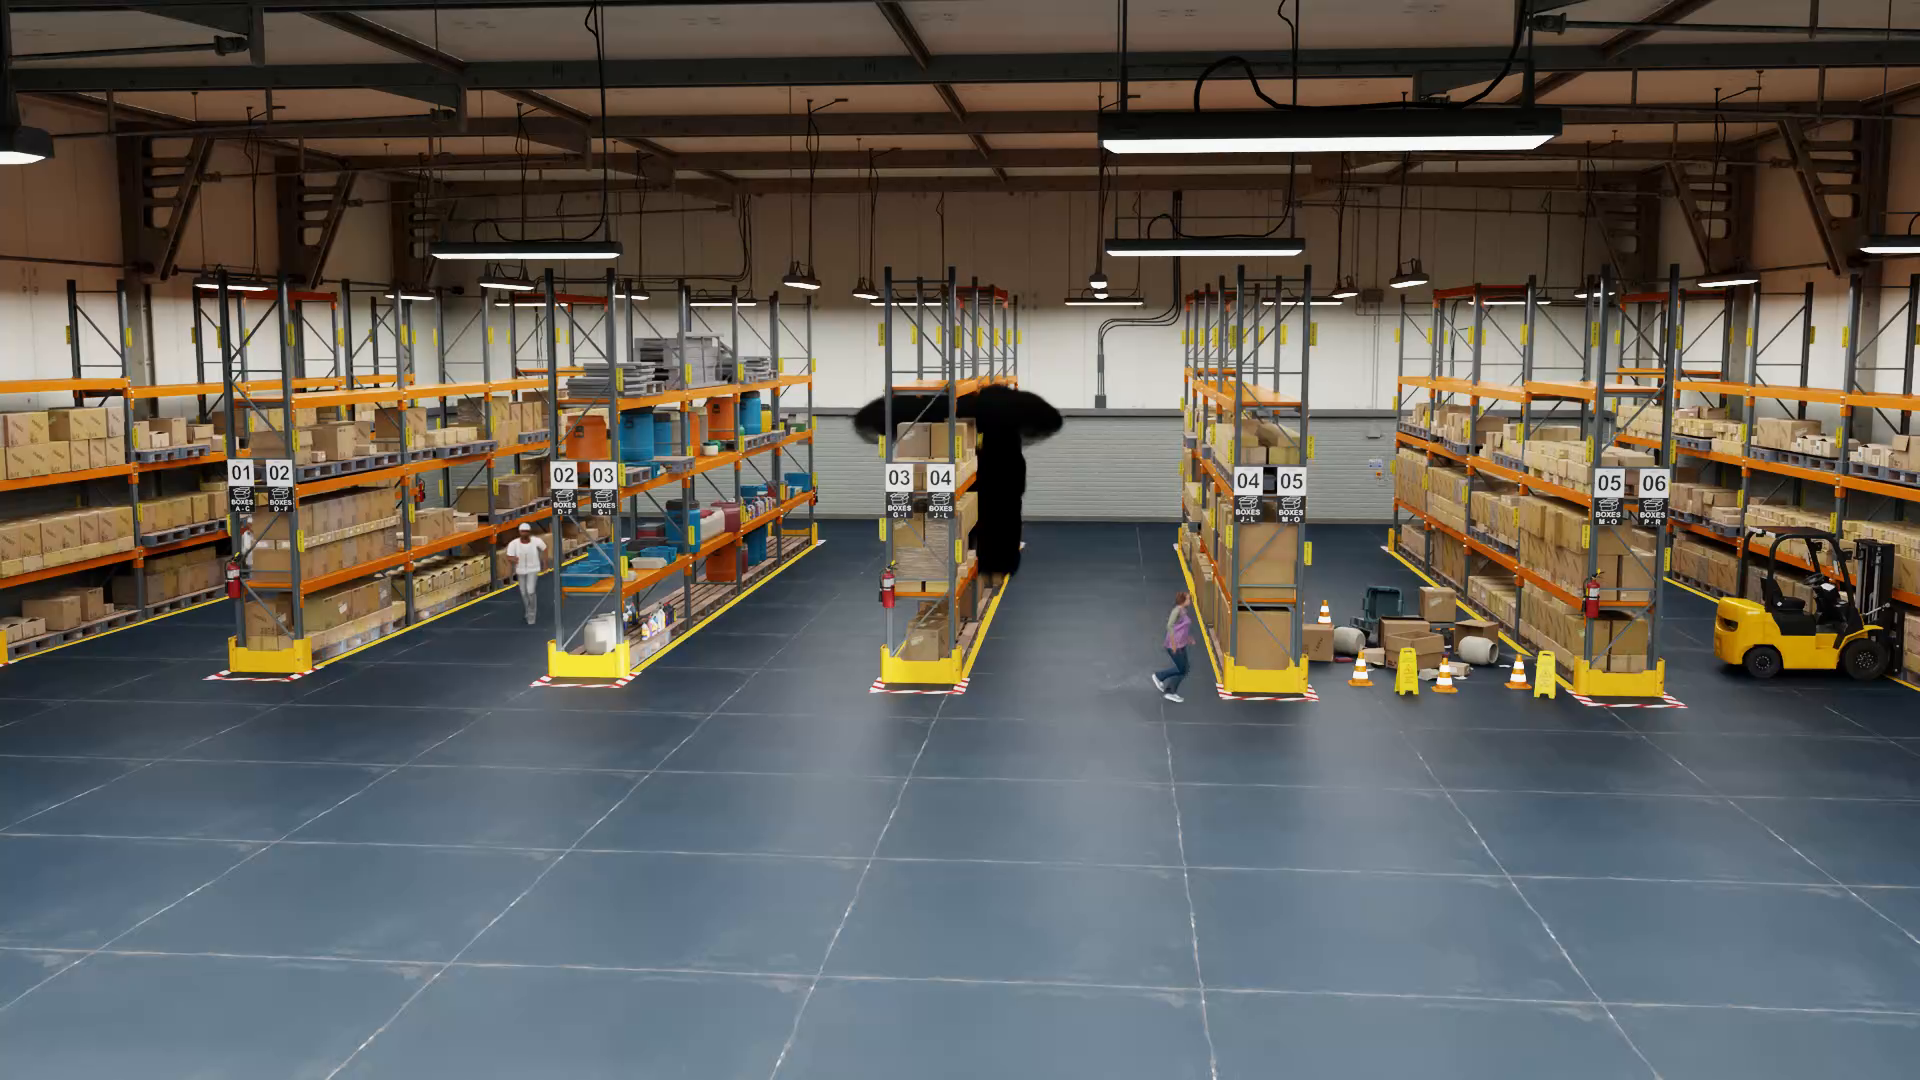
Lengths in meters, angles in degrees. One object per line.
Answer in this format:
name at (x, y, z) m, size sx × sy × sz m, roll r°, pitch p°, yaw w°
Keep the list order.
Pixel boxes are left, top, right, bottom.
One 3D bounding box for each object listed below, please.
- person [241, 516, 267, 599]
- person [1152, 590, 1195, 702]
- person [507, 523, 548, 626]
person at (-12.812, 0.455, 30.284) m, size 0.596 × 1.825 × 0.834 m, roll 0°, pitch 7°, yaw 0°
person at (2.937, 1.459, 23.009) m, size 0.565 × 1.552 × 0.544 m, roll 4°, pitch 8°, yaw 29°
person at (-7.590, 0.597, 29.153) m, size 0.651 × 1.811 × 0.834 m, roll 0°, pitch 7°, yaw -1°
